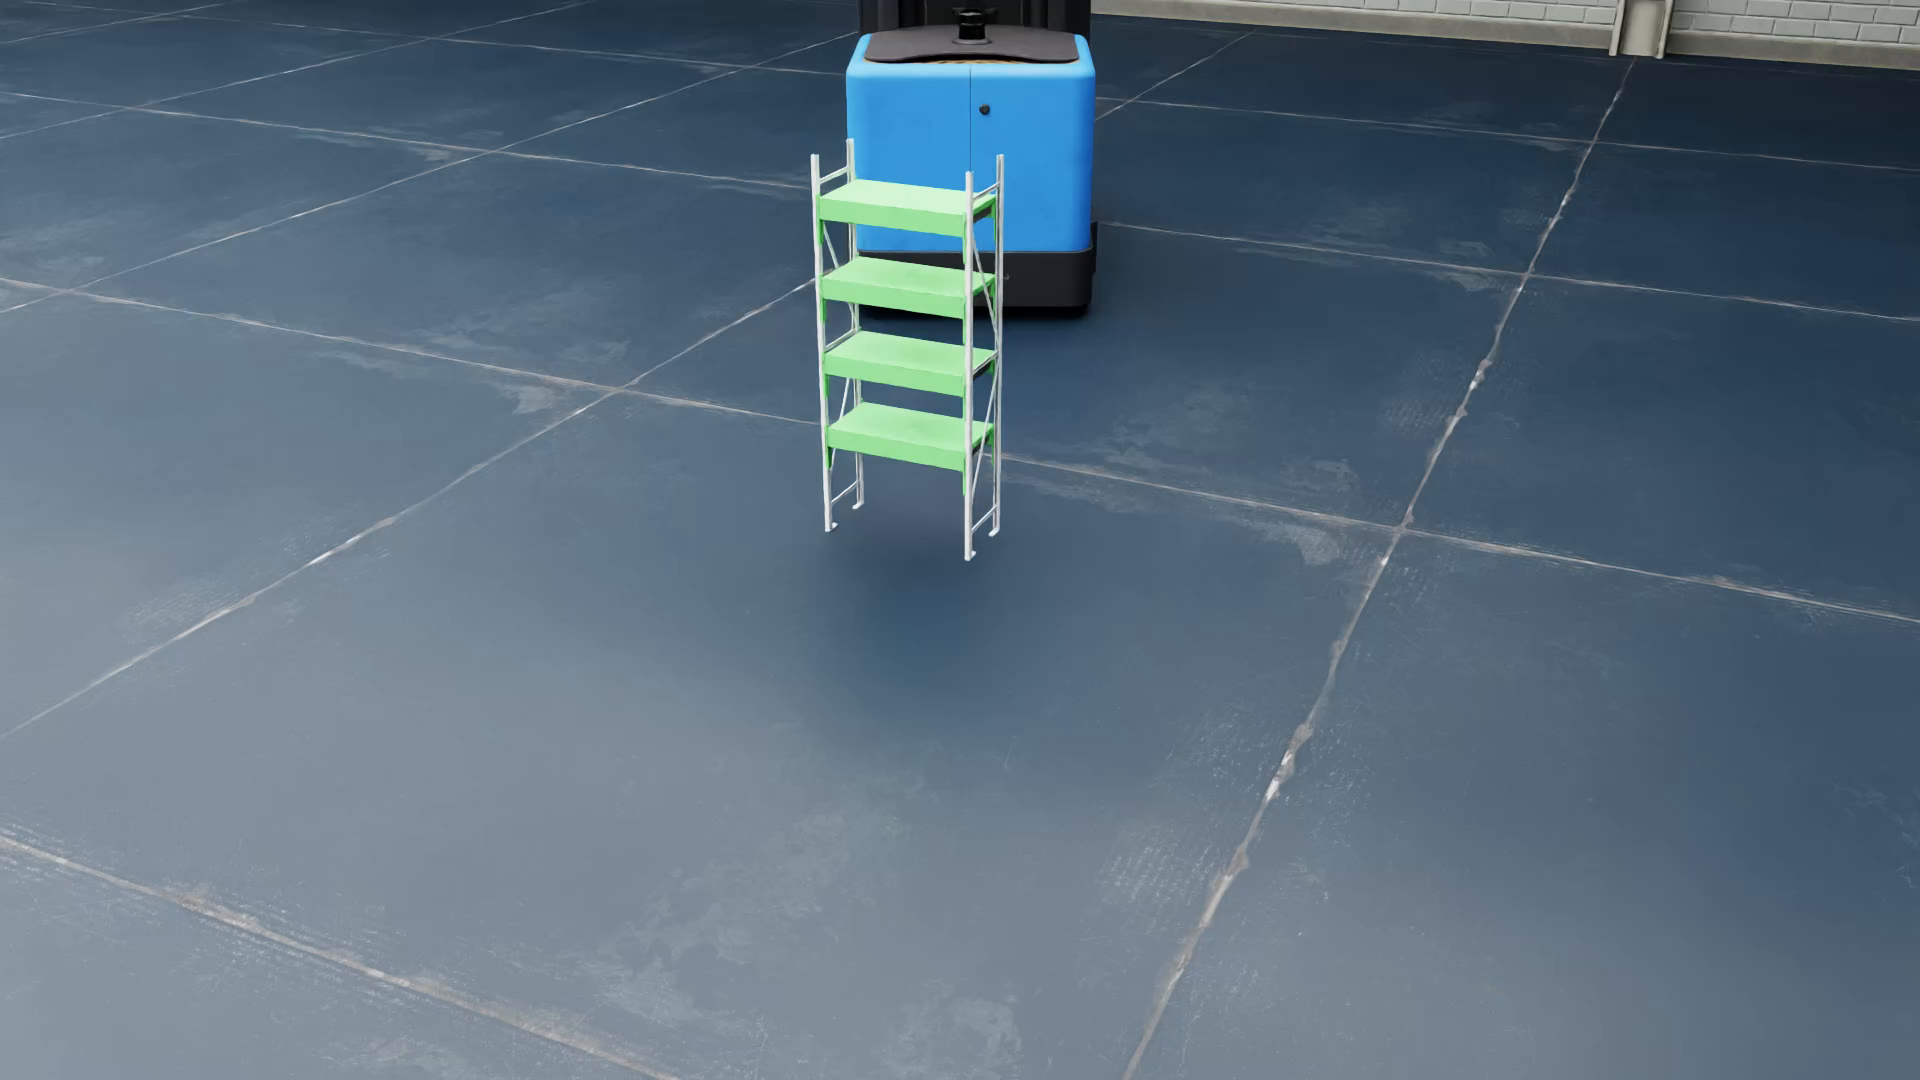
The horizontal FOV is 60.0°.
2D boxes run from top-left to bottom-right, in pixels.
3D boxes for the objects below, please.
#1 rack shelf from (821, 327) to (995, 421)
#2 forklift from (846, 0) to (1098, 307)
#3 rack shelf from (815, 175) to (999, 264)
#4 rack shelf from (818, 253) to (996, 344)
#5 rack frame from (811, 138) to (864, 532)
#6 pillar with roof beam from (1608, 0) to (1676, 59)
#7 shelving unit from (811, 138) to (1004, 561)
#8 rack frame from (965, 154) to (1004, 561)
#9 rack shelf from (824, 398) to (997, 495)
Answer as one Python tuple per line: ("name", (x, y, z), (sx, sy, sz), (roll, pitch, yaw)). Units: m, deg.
("rack shelf", (-0.151, -0.511, 5.075), (0.480, 0.148, 0.258), (11, 28, 22))
("forklift", (0.072, -2.918, 7.859), (1.130, 2.935, 3.031), (1, 26, 1))
("rack shelf", (-0.151, -0.942, 4.863), (0.480, 0.148, 0.258), (11, 28, 22))
("rack shelf", (-0.151, -0.727, 4.969), (0.480, 0.148, 0.258), (11, 28, 22))
("rack frame", (-0.373, -0.613, 5.137), (0.015, 1.200, 0.240), (11, 28, 22))
("pillar with roof beam", (3.485, -6.087, 7.426), (0.400, 9.000, 9.100), (11, 28, 22))
("shelving unit", (-0.151, -0.569, 5.046), (0.503, 1.200, 0.258), (11, 28, 22))
("rack frame", (0.071, -0.524, 4.956), (0.015, 1.200, 0.240), (11, 28, 22))
("rack shelf", (-0.151, -0.296, 5.181), (0.480, 0.148, 0.258), (11, 28, 22))
